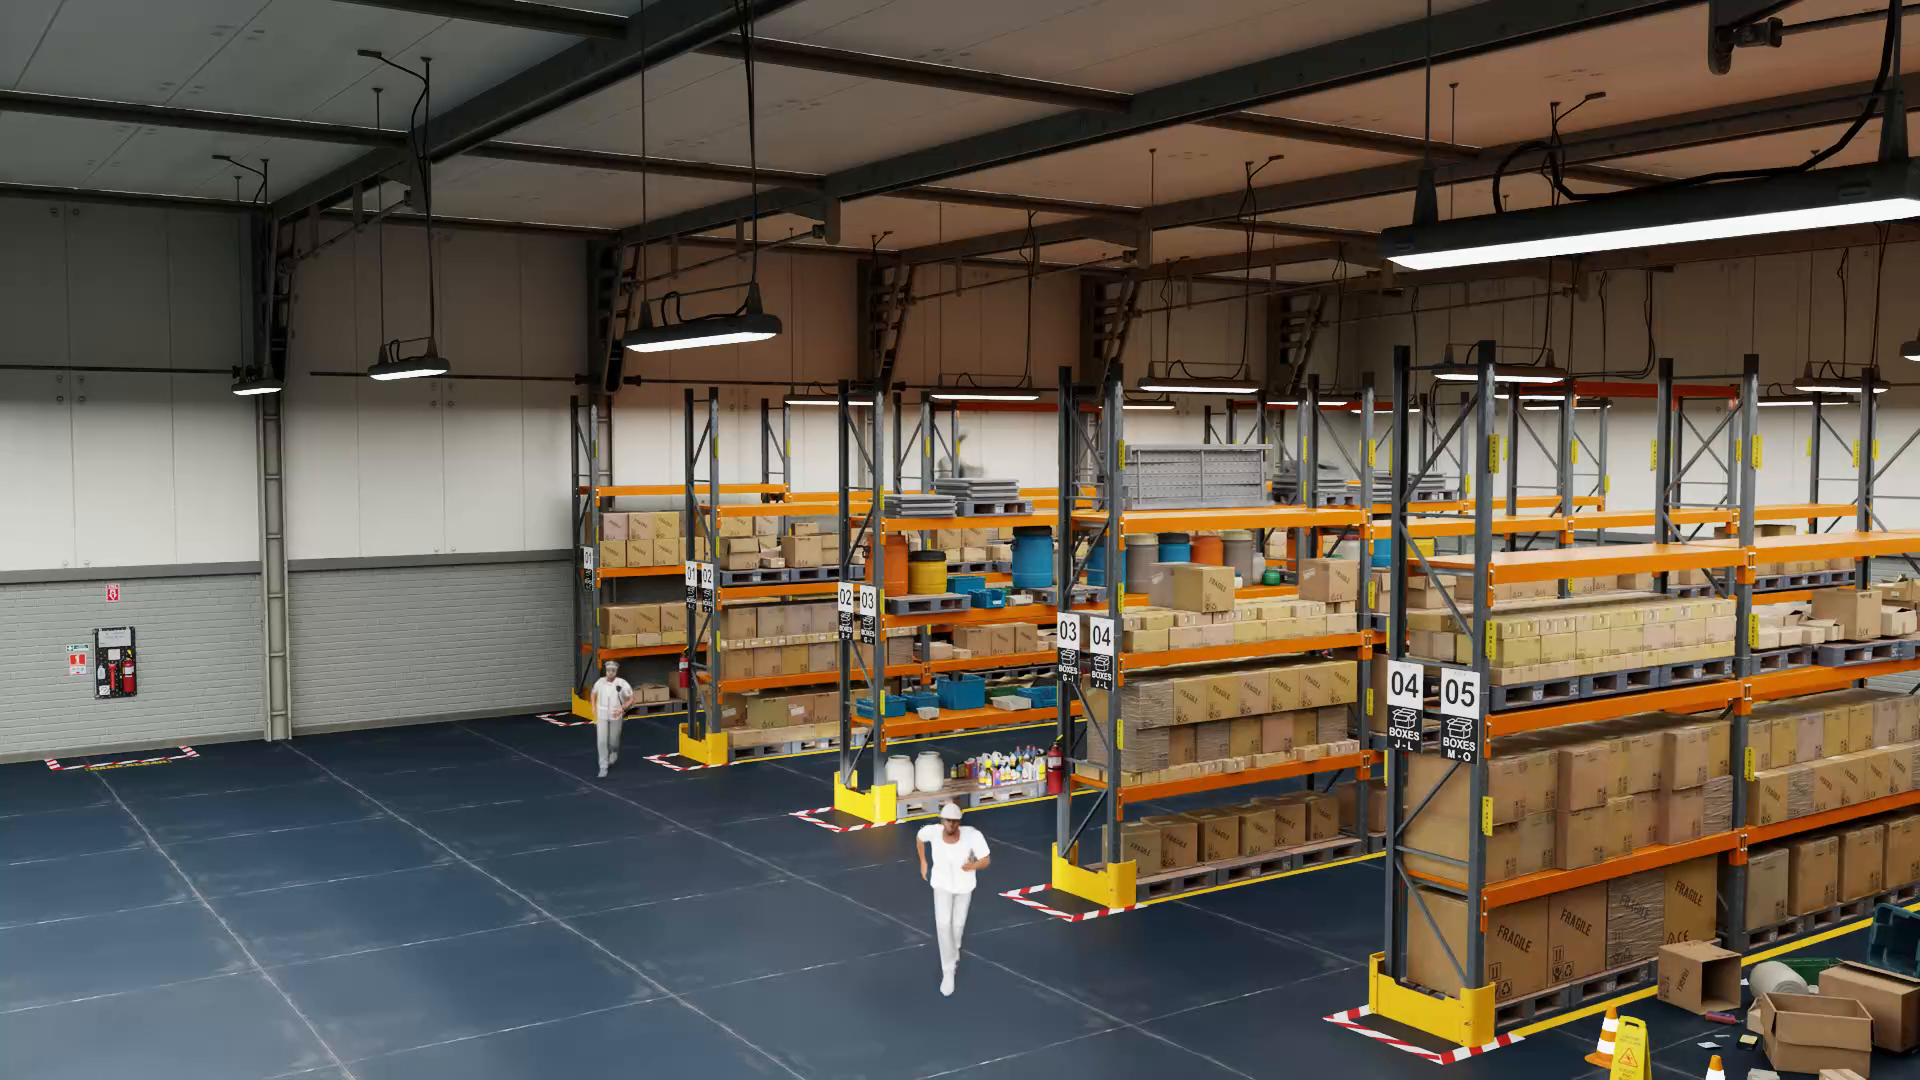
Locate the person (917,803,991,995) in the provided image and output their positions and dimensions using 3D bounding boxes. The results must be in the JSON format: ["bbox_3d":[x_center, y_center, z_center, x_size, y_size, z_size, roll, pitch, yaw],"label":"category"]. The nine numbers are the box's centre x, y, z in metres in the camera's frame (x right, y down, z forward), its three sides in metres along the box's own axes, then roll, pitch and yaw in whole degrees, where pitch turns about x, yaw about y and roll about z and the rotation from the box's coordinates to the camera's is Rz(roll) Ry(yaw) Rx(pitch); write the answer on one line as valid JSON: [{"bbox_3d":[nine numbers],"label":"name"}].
[{"bbox_3d":[-0.065,3.349,15.923,0.693,1.777,0.971,0,3,-3],"label":"person"}]

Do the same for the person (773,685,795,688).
[{"bbox_3d":[-3.118,2.486,29.740,0.791,1.646,0.671,-2,4,-36],"label":"person"}]

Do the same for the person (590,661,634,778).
[{"bbox_3d":[-5.413,2.750,25.870,0.691,1.784,0.876,0,3,-4],"label":"person"}]
